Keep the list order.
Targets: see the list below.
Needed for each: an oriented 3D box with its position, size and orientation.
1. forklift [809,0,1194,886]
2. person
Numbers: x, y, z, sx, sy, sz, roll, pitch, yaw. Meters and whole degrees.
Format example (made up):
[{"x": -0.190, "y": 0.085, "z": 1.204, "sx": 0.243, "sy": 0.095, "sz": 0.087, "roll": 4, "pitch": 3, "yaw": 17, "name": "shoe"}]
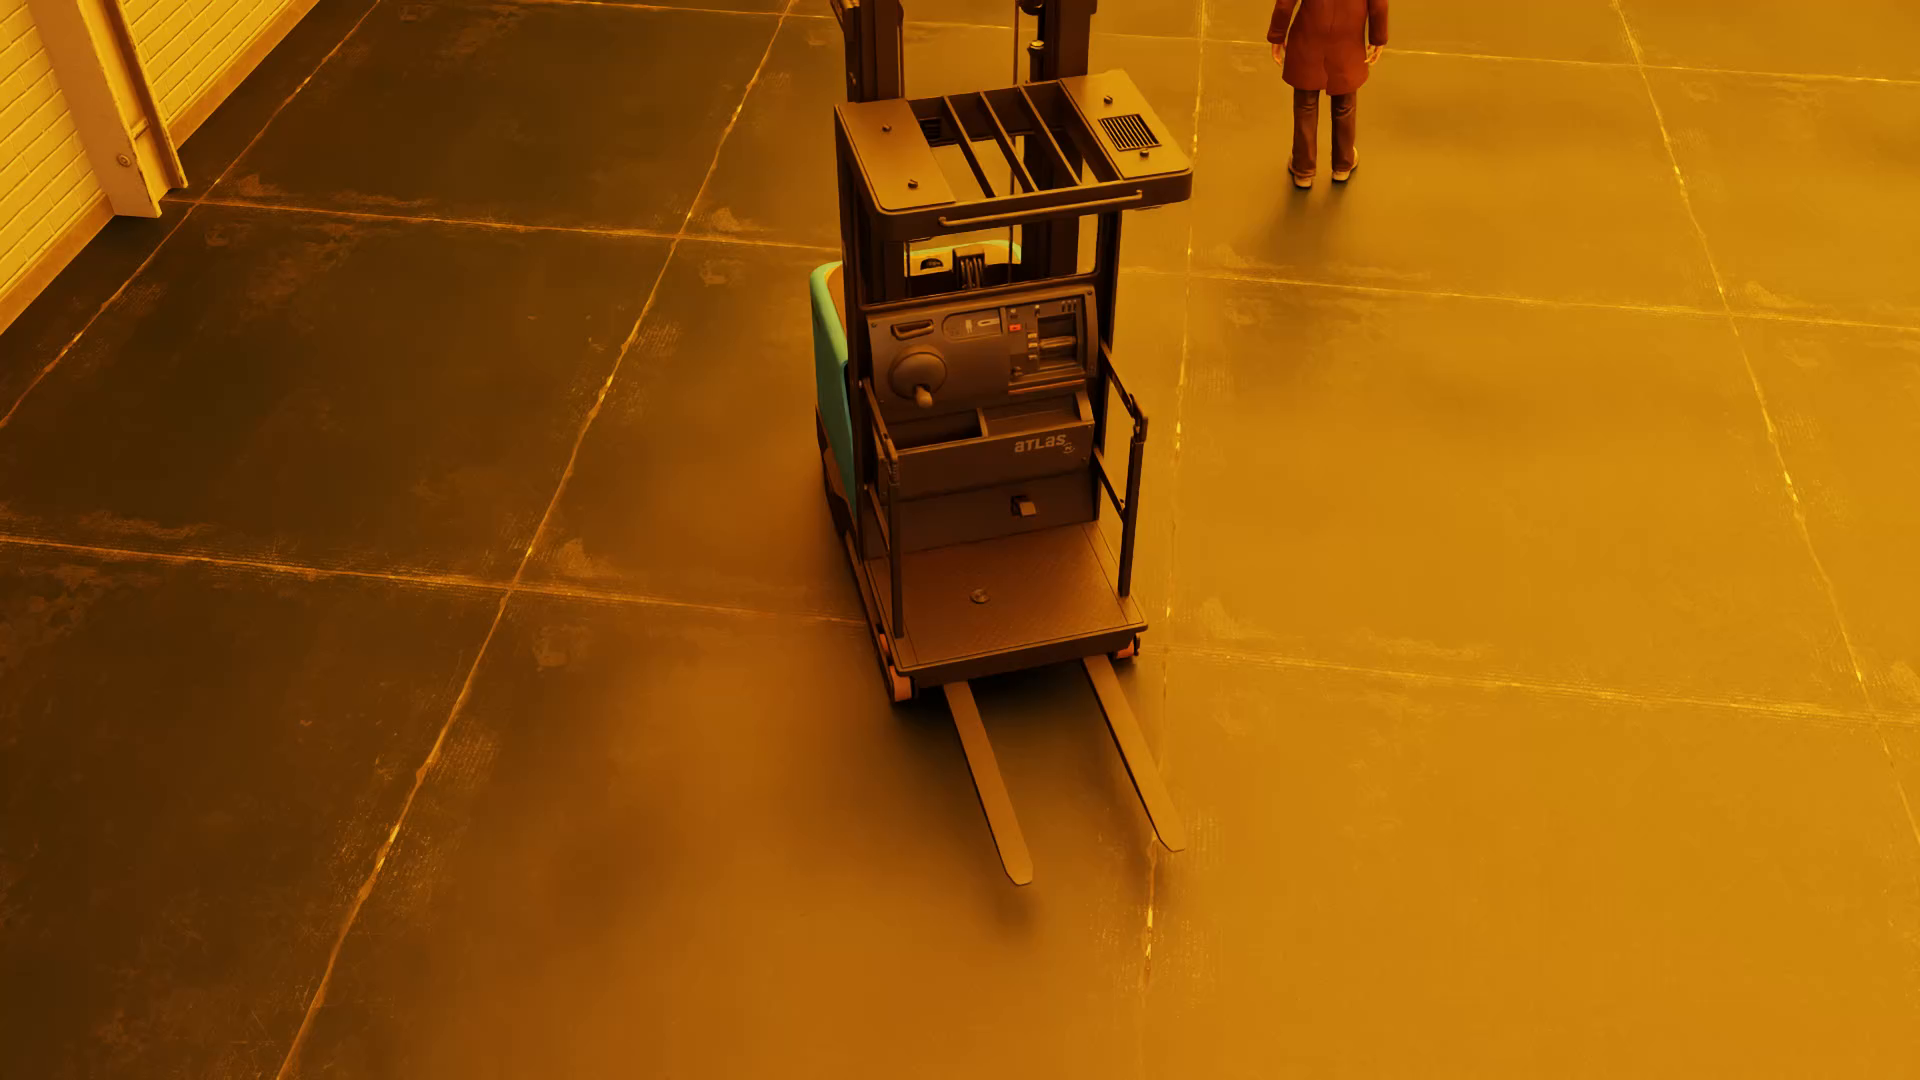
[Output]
[{"x": 0.153, "y": -0.681, "z": 6.465, "sx": 1.130, "sy": 2.935, "sz": 3.031, "roll": -10, "pitch": 44, "yaw": -11, "name": "forklift"}, {"x": 2.151, "y": -2.939, "z": 9.765, "sx": 0.694, "sy": 1.775, "sz": 0.582, "roll": 7, "pitch": 43, "yaw": 8, "name": "person"}]
